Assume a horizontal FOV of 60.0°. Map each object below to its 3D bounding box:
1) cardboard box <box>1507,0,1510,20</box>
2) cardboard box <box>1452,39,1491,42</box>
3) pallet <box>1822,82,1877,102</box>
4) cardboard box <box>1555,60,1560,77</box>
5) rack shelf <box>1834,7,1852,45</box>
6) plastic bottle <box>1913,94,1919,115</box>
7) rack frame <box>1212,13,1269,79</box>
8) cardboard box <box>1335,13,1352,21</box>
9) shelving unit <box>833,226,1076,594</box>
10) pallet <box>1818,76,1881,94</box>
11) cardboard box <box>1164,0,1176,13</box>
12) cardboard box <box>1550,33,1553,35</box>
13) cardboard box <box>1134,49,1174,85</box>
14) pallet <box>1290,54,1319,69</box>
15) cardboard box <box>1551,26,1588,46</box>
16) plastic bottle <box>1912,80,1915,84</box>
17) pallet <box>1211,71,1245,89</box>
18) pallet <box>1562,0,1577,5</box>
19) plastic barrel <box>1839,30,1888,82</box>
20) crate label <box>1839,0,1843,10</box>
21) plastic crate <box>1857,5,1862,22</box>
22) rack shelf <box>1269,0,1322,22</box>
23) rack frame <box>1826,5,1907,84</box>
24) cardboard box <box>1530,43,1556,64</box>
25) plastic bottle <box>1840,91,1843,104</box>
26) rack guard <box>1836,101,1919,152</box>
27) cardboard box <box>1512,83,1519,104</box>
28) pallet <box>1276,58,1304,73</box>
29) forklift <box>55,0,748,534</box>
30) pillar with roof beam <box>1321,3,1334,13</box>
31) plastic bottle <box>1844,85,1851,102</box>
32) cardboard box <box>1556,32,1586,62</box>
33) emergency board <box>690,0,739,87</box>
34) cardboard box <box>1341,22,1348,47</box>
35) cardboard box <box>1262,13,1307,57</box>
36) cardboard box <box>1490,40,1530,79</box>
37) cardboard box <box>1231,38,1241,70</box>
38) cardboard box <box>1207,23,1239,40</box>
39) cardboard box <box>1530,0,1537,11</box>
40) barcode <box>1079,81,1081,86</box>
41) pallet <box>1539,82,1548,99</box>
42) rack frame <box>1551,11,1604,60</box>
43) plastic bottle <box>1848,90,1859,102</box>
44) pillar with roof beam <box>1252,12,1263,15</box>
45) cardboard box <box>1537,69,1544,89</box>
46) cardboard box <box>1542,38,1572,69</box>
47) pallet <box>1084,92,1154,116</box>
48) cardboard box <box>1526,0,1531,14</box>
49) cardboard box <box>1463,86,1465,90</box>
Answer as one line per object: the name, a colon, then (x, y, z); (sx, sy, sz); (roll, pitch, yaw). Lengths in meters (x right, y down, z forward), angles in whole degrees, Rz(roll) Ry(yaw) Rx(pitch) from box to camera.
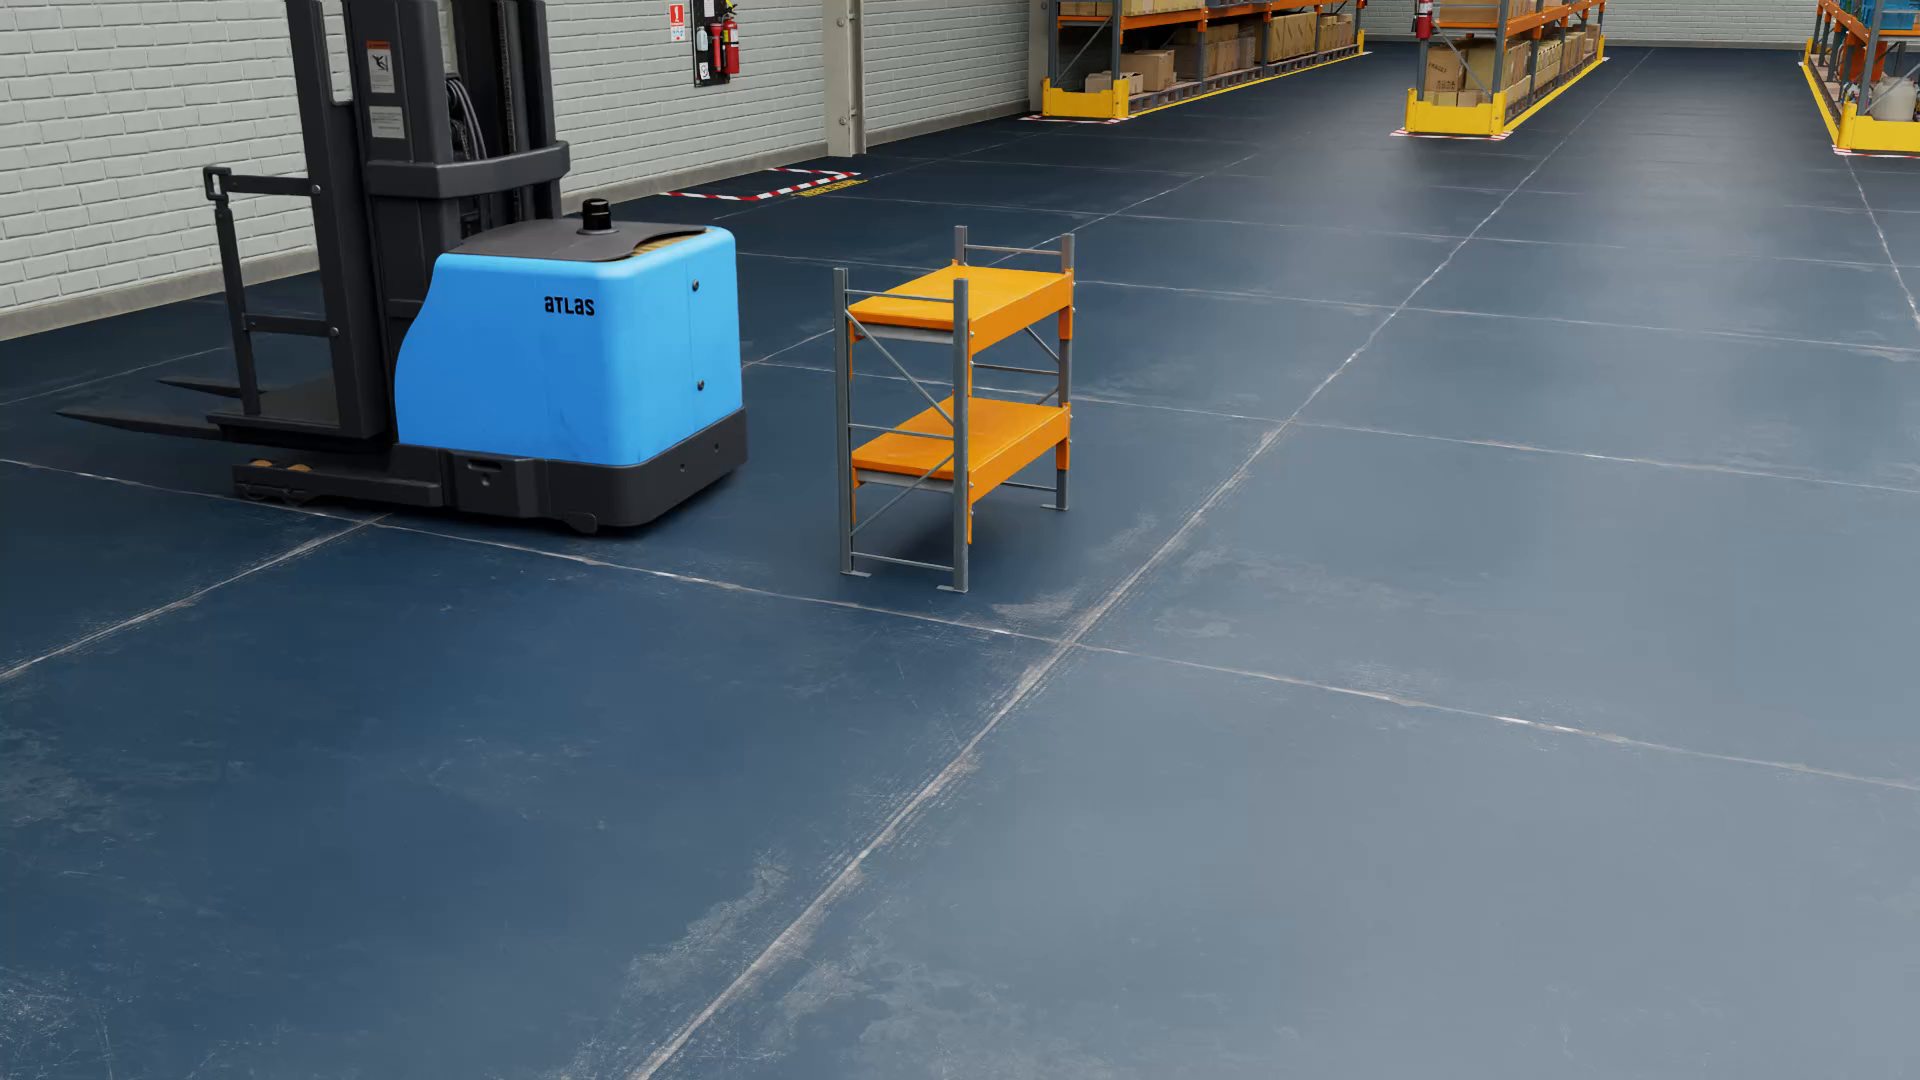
cardboard box: (6.619, -6.897, 21.235); (0.700, 0.500, 0.500); (9, 22, 24)
cardboard box: (7.170, -6.773, 23.395); (0.500, 0.500, 0.500); (9, 21, 23)
pallet: (13.646, -6.767, 25.181); (1.003, 0.211, 1.213); (9, 21, 23)
cardboard box: (9.489, -7.701, 27.123); (0.500, 0.250, 0.500); (9, 22, 24)
rack shelf: (13.180, -7.362, 23.766); (1.077, 0.370, 4.000); (9, 21, 23)
plastic bottle: (11.890, -5.405, 20.604); (0.097, 0.271, 0.097); (0, 20, 0)
rack frame: (4.961, -9.671, 29.187); (1.000, 3.000, 0.127); (9, 21, 23)
cardboard box: (8.155, -11.151, 35.483); (0.380, 0.149, 0.250); (8, 21, 22)
shelving unit: (0.003, -0.532, 6.286); (0.538, 1.125, 1.048); (9, 21, 23)
pallet: (14.284, -7.245, 26.526); (1.003, 0.211, 1.213); (9, 21, 23)
cardboard box: (2.797, -7.740, 23.950); (0.500, 0.250, 0.500); (9, 21, 23)
cardboard box: (10.491, -8.966, 30.278); (0.500, 0.500, 0.500); (9, 21, 23)
cardboard box: (2.934, -7.155, 25.186); (0.500, 0.500, 0.500); (7, 21, 19)
pallet: (6.351, -9.334, 32.400); (1.003, 0.211, 1.213); (9, 21, 23)
cardboard box: (11.884, -9.822, 32.679); (0.797, 0.503, 0.637); (9, 21, 23)
plastic bottle: (12.282, -5.753, 21.467); (0.144, 0.351, 0.185); (7, 21, 20)
pallet: (4.138, -7.747, 27.938); (1.003, 0.211, 1.213); (9, 21, 23)
pallet: (9.695, -9.119, 27.921); (1.213, 0.211, 1.003); (9, 21, 23)
plastic barrel: (14.184, -7.639, 26.085); (0.600, 0.830, 0.708); (9, 21, 23)
crate label: (13.485, -8.156, 25.175); (0.303, 0.233, 0.416); (9, 21, 23)
plastic crate: (11.548, -6.613, 20.904); (0.450, 0.188, 0.662); (9, 21, 23)
rack shelf: (5.780, -9.944, 31.027); (1.077, 0.370, 4.000); (9, 21, 23)
rack frame: (13.999, -8.312, 25.365); (1.000, 3.000, 0.127); (9, 21, 23)
cardboard box: (9.076, -7.652, 26.148); (0.500, 0.311, 0.500); (8, 21, 22)
plastic bottle: (11.789, -5.910, 22.130); (0.097, 0.201, 0.097); (0, 20, 0)
rack guard: (10.711, -4.718, 18.990); (1.175, 0.500, 0.348); (9, 21, 23)
cardboard box: (7.244, -6.041, 22.457); (0.500, 0.250, 0.500); (9, 21, 23)
pallet: (5.853, -8.960, 31.348); (1.003, 0.211, 1.213); (9, 21, 23)
forklift: (-2.497, -1.684, 6.829); (3.031, 2.935, 1.130); (7, 21, 18)
pillar with roof beam: (12.481, -15.297, 36.052); (9.100, 9.000, 0.400); (9, 21, 23)
plastic bottle: (11.469, -5.725, 21.486); (0.061, 0.283, 0.133); (10, 22, 25)
cardboard box: (11.179, -9.055, 30.528); (0.500, 0.500, 0.500); (8, 21, 22)
emergency board: (-2.321, -4.974, 15.979); (0.194, 1.169, 0.643); (9, 21, 23)
cardboard box: (7.836, -10.756, 35.342); (0.700, 0.500, 0.500); (8, 21, 23)
cardboard box: (6.090, -9.591, 31.541); (0.750, 0.750, 0.750); (9, 22, 24)
cardboard box: (7.638, -6.703, 23.197); (0.500, 0.500, 0.500); (9, 21, 23)
cardboard box: (4.396, -8.332, 28.495); (0.700, 0.500, 0.500); (9, 21, 23)
cardboard box: (4.423, -8.661, 28.302); (0.500, 0.250, 0.500); (9, 21, 24)
cardboard box: (8.393, -7.895, 24.566); (0.380, 0.149, 0.250); (9, 21, 23)
barcode: (1.693, -6.430, 23.416); (0.001, 0.075, 0.075); (9, 21, 23)
pallet: (8.608, -7.061, 26.009); (1.003, 0.211, 1.213); (9, 21, 23)
rack frame: (12.757, -11.438, 34.156); (1.000, 3.000, 0.127); (9, 21, 23)
plastic bottle: (11.203, -5.485, 20.825); (0.152, 0.276, 0.135); (9, 21, 23)
pillar with roof beam: (10.024, -13.463, 30.895); (9.100, 9.000, 0.400); (9, 21, 23)
cardboard box: (8.445, -6.918, 24.921); (0.500, 0.250, 0.500); (9, 22, 24)
cardboard box: (10.138, -8.283, 28.357); (0.500, 0.500, 0.500); (8, 21, 21)
pallet: (2.081, -6.179, 23.528); (1.003, 0.211, 1.213); (9, 21, 23)
cardboard box: (7.668, -7.681, 23.440); (0.700, 0.500, 0.500); (8, 21, 21)
cardboard box: (6.349, -5.809, 21.802); (0.500, 0.250, 0.500); (9, 21, 23)
